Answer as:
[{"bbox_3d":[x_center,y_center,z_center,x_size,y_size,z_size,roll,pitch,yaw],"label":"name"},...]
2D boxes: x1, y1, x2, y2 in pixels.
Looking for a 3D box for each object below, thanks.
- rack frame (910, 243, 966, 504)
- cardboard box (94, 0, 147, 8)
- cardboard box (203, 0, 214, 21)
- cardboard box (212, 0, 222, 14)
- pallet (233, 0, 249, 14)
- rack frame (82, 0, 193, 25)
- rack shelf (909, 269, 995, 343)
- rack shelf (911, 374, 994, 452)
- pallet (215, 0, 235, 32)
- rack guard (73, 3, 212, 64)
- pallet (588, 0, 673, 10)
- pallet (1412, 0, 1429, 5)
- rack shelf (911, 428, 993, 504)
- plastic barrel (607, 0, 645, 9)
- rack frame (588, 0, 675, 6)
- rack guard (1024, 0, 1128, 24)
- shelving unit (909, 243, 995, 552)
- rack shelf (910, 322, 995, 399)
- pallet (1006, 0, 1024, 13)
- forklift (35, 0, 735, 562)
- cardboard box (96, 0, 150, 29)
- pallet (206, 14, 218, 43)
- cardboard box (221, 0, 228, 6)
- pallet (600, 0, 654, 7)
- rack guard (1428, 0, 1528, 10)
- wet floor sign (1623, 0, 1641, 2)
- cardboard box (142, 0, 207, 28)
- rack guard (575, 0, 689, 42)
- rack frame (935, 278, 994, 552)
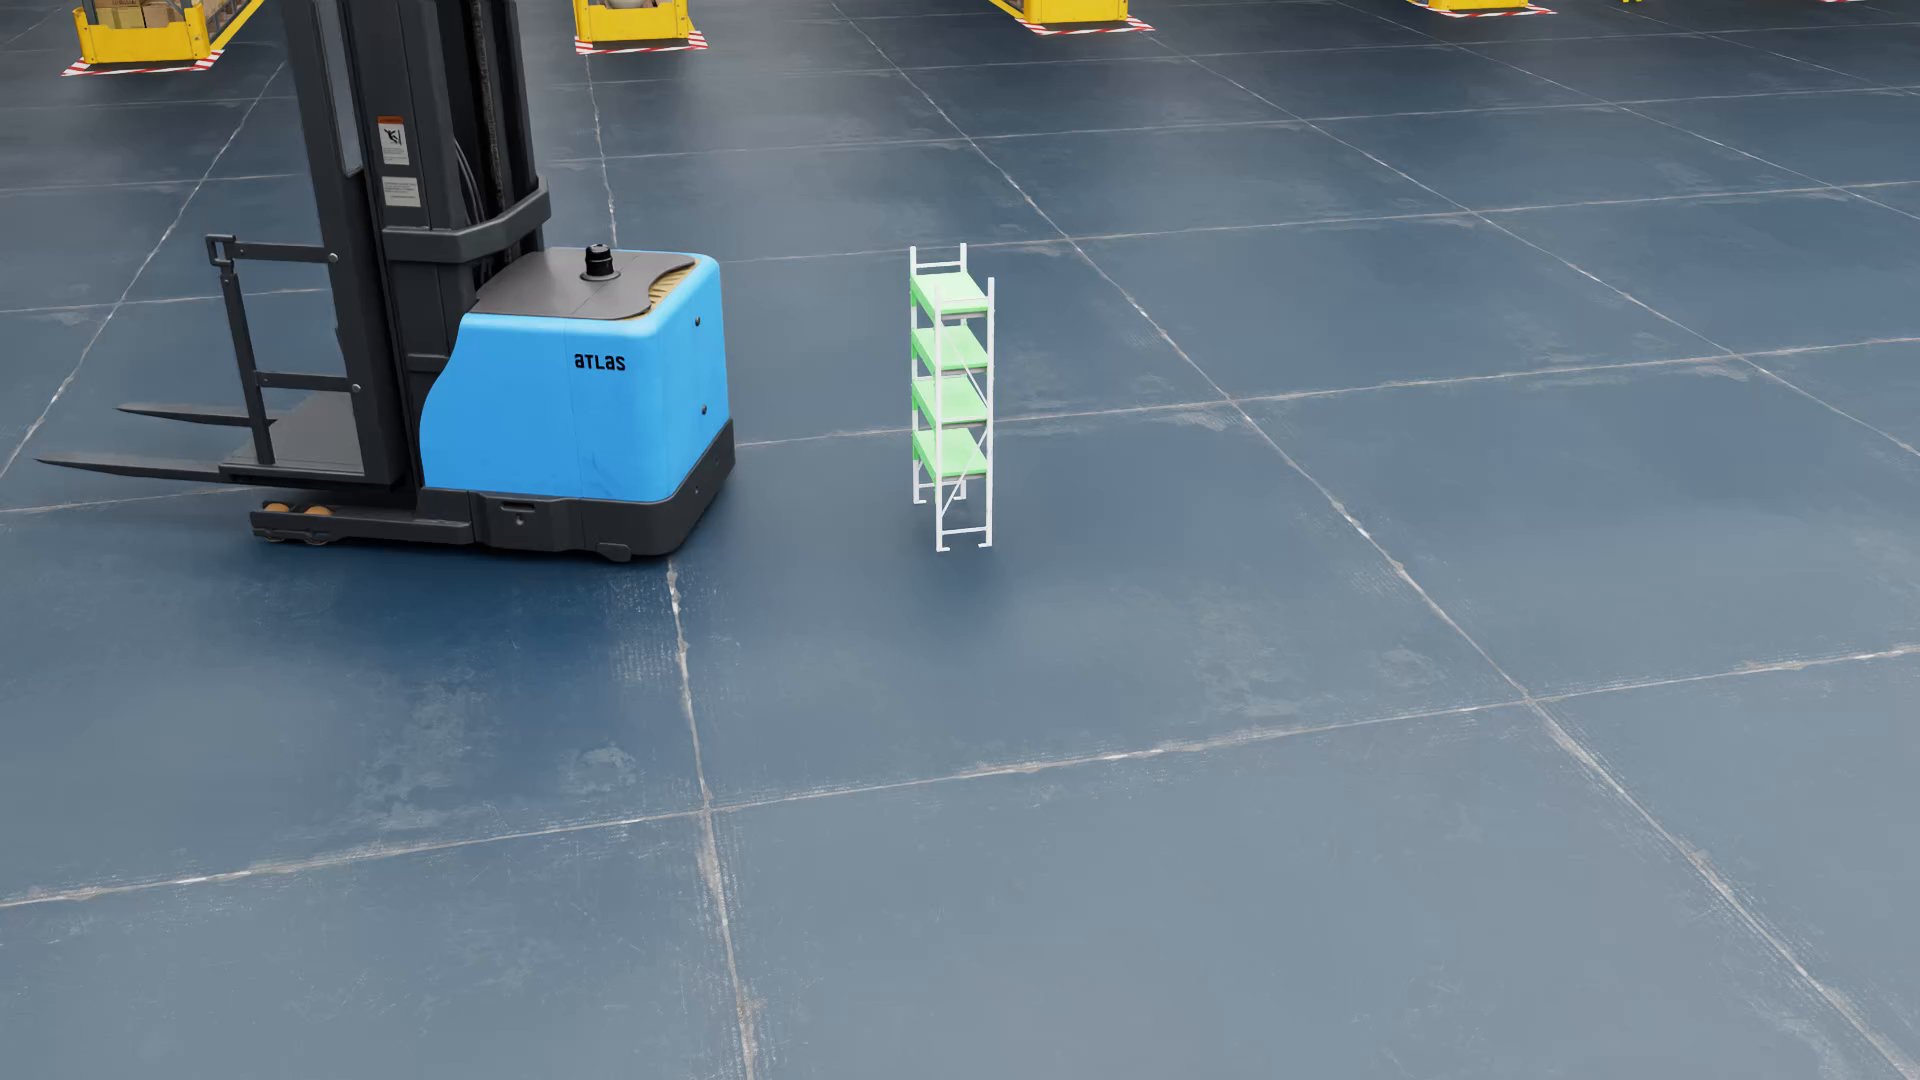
[{"bbox_3d":[-0.092,-0.715,7.336,0.240,1.200,0.015,-6,27,-12],"label":"rack frame"},{"bbox_3d":[-8.721,-5.783,17.131,0.500,0.500,0.500,-6,27,-12],"label":"cardboard box"},{"bbox_3d":[-8.330,-5.720,17.839,0.500,0.250,0.500,-6,27,-12],"label":"cardboard box"},{"bbox_3d":[-8.443,-5.939,18.274,0.500,0.250,0.500,-6,27,-12],"label":"cardboard box"},{"bbox_3d":[-9.073,-6.441,19.776,1.003,0.211,1.213,-6,27,-12],"label":"pallet"},{"bbox_3d":[-8.310,-6.283,16.369,1.000,3.000,0.127,-6,27,-12],"label":"rack frame"},{"bbox_3d":[-0.037,-0.980,6.936,0.258,0.148,0.480,-6,27,-12],"label":"rack shelf"},{"bbox_3d":[-0.037,-0.551,7.152,0.258,0.148,0.480,-6,27,-12],"label":"rack shelf"},{"bbox_3d":[-8.795,-5.904,18.713,1.003,0.211,1.213,-6,27,-12],"label":"pallet"},{"bbox_3d":[-8.305,-5.156,16.911,1.175,0.500,0.348,-6,27,-12],"label":"rack guard"},{"bbox_3d":[-3.724,-5.925,18.755,1.003,0.211,1.213,-6,27,-12],"label":"pallet"},{"bbox_3d":[5.941,-6.845,20.577,1.003,0.211,1.213,-6,27,-12],"label":"pallet"},{"bbox_3d":[-0.037,-0.337,7.261,0.258,0.148,0.480,-6,27,-12],"label":"rack shelf"},{"bbox_3d":[-3.706,-6.142,18.385,0.421,0.512,0.421,0,27,0],"label":"plastic barrel"},{"bbox_3d":[-3.483,-6.784,17.362,1.000,3.000,0.127,-6,27,-12],"label":"rack frame"},{"bbox_3d":[1.325,-6.205,18.988,1.175,0.500,0.348,-6,27,-12],"label":"rack guard"},{"bbox_3d":[-0.037,-0.608,7.124,0.258,1.200,0.503,-6,27,-12],"label":"shelving unit"},{"bbox_3d":[-0.037,-0.766,7.044,0.258,0.148,0.480,-6,27,-12],"label":"rack shelf"},{"bbox_3d":[1.177,-6.436,19.767,1.003,0.211,1.213,-6,27,-12],"label":"pallet"},{"bbox_3d":[-2.616,-1.514,6.996,3.031,2.935,1.130,4,27,8],"label":"forklift"},{"bbox_3d":[-8.719,-5.448,17.301,0.500,0.250,0.500,-6,27,-12],"label":"cardboard box"},{"bbox_3d":[-8.523,-5.369,17.654,1.003,0.211,1.213,-6,27,-12],"label":"pallet"},{"bbox_3d":[-8.551,-6.159,18.710,0.500,0.250,0.500,-6,27,-12],"label":"cardboard box"},{"bbox_3d":[-3.996,-6.460,19.814,1.003,0.211,1.213,-6,27,-12],"label":"pallet"},{"bbox_3d":[6.203,-6.620,19.811,1.175,0.500,0.348,-6,27,-12],"label":"rack guard"},{"bbox_3d":[8.133,-6.884,20.172,0.267,0.644,0.232,-11,29,-20],"label":"wet floor sign"},{"bbox_3d":[-8.214,-5.501,17.405,0.500,0.250,0.500,-6,27,-12],"label":"cardboard box"},{"bbox_3d":[-3.546,-5.697,17.982,1.175,0.500,0.348,-6,27,-12],"label":"rack guard"},{"bbox_3d":[0.018,-0.501,6.911,0.240,1.200,0.015,-6,27,-12],"label":"rack frame"}]
